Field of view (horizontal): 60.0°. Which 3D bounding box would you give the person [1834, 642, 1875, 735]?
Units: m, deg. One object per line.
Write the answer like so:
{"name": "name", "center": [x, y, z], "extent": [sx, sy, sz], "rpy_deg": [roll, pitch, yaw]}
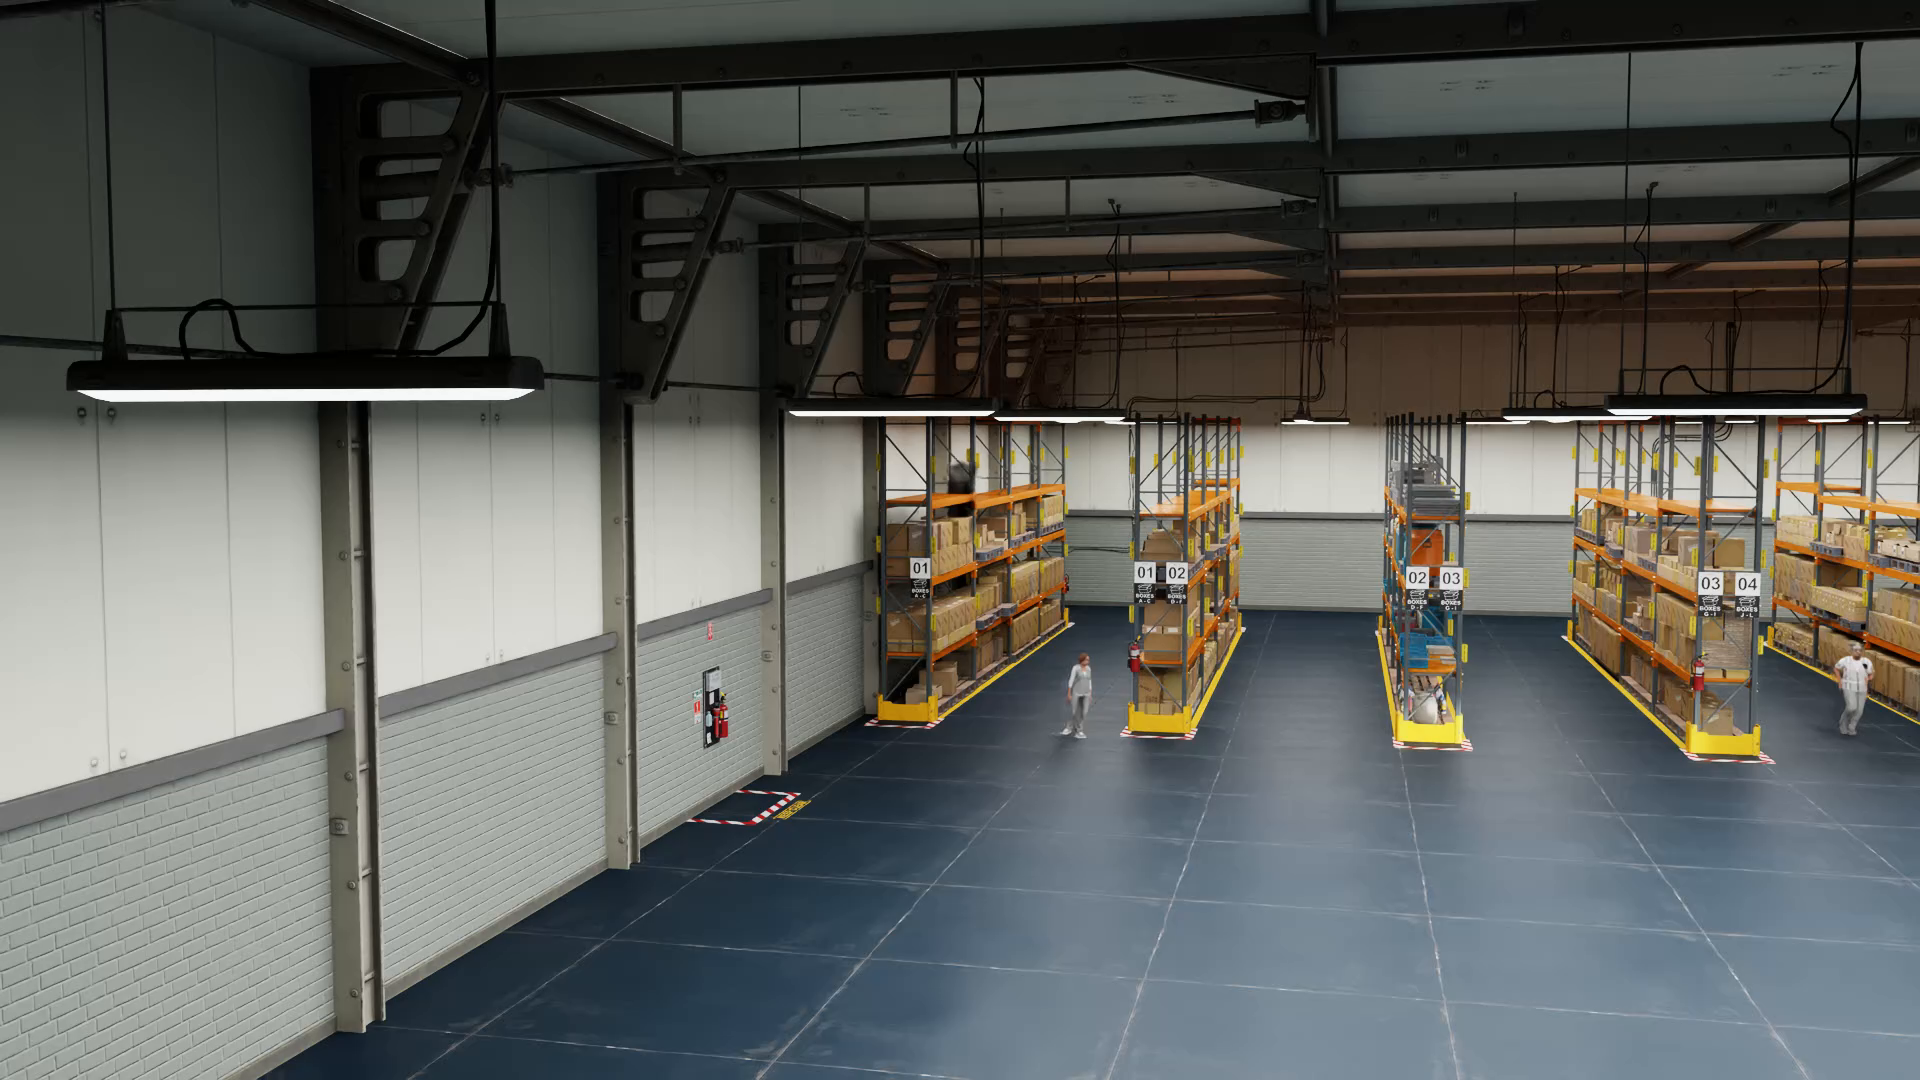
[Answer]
{"name": "person", "center": [16.586, 2.759, 30.769], "extent": [0.629, 1.739, 0.667], "rpy_deg": [1, 4, 10]}

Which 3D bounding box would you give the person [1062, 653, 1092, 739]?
{"name": "person", "center": [2.160, 2.860, 30.643], "extent": [0.530, 1.582, 0.441], "rpy_deg": [-2, 4, -23]}
